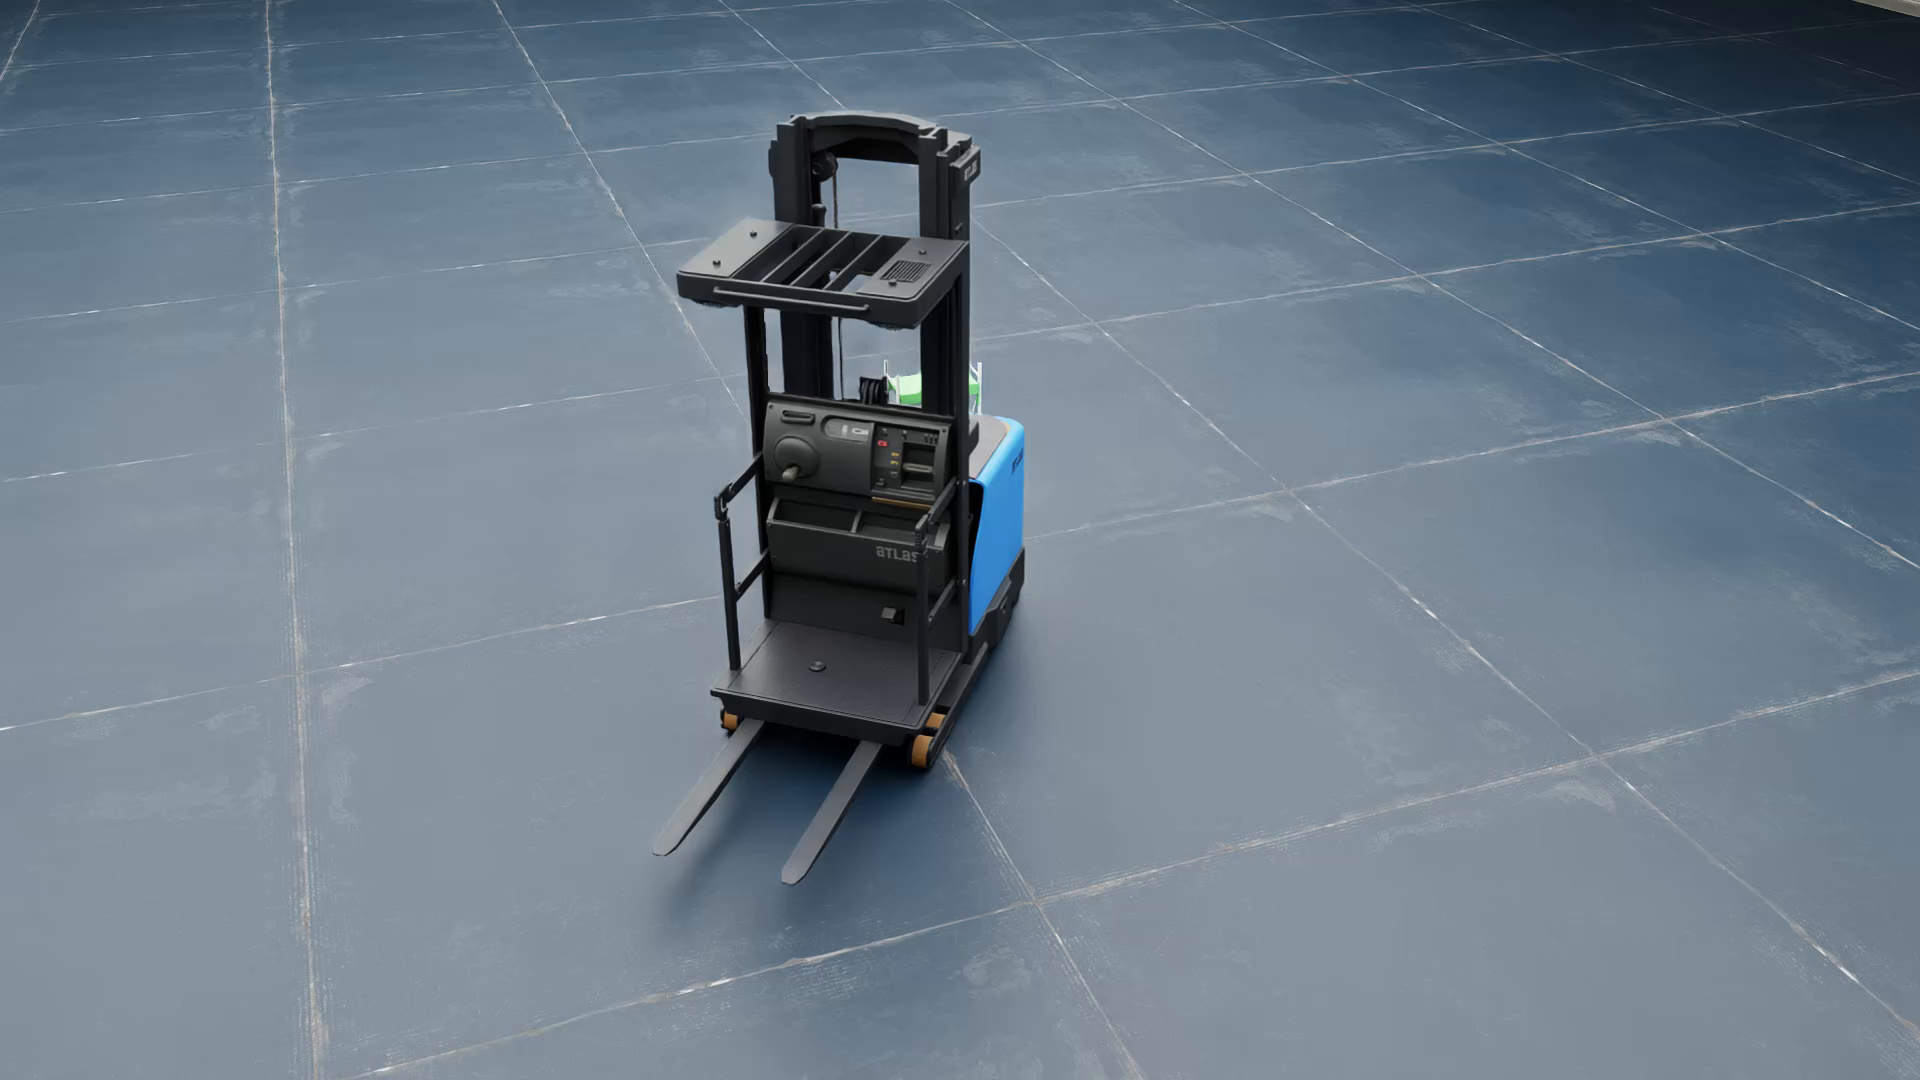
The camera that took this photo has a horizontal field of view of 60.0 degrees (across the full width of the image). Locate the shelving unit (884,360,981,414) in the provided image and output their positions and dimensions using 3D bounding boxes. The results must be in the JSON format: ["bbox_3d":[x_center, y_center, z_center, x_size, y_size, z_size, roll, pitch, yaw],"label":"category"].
[{"bbox_3d":[-0.155,-0.493,9.753,0.503,1.200,0.258,-10,31,-18],"label":"shelving unit"}]

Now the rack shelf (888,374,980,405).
[{"bbox_3d":[-0.155,-0.854,9.547,0.480,0.148,0.258,-10,31,-18],"label":"rack shelf"}]

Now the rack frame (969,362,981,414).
[{"bbox_3d":[0.074,-0.535,9.827,0.015,1.200,0.240,-10,31,-18],"label":"rack frame"}]

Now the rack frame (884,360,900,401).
[{"bbox_3d":[-0.384,-0.451,9.679,0.015,1.200,0.240,-10,31,-18],"label":"rack frame"}]

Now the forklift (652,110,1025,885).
[{"bbox_3d":[-0.565,-0.377,7.801,1.130,2.935,3.031,9,31,15],"label":"forklift"}]
